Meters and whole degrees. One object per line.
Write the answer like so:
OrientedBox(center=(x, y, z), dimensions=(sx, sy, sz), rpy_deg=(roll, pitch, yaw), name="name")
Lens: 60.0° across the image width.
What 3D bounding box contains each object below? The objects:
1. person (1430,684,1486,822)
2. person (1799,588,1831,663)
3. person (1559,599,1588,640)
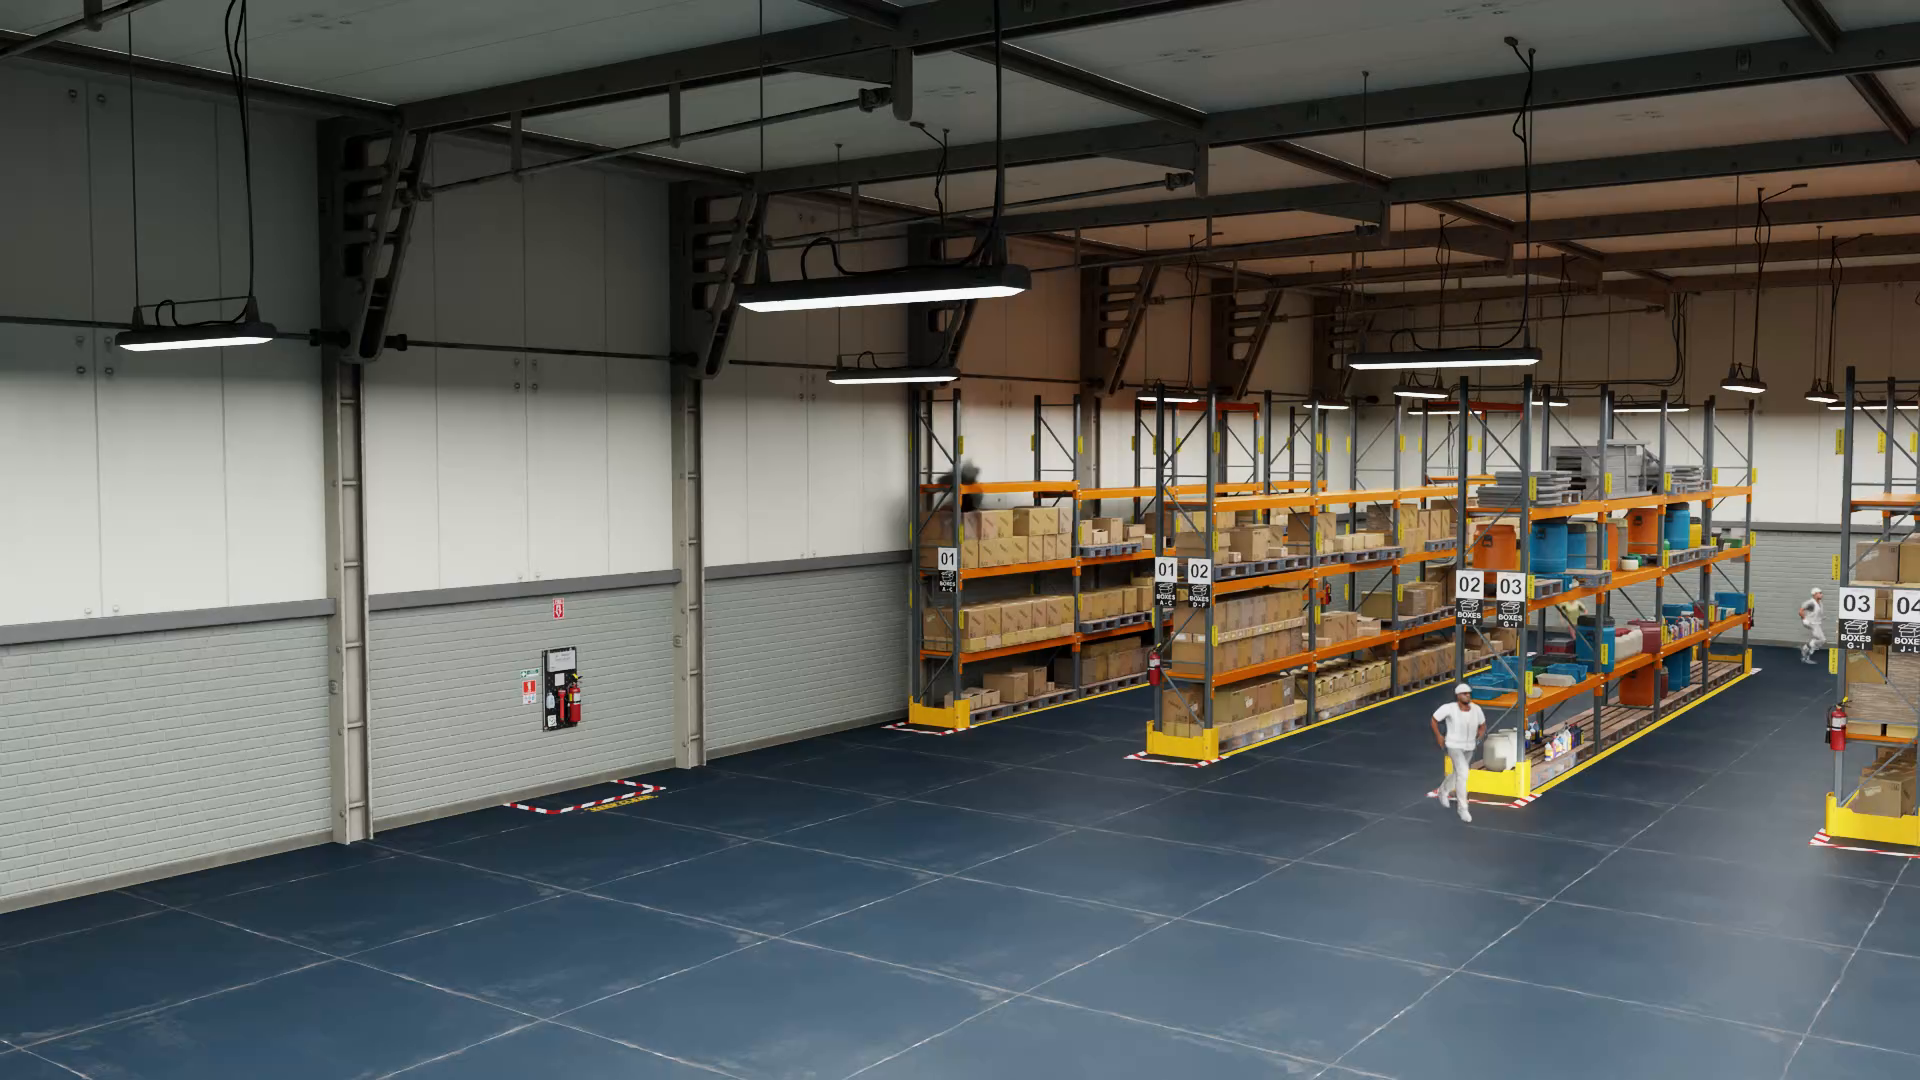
OrientedBox(center=(6.781, 2.821, 22.478), dimensions=(0.705, 1.785, 0.884), rpy_deg=(-1, 3, -20), name="person")
OrientedBox(center=(19.588, 1.962, 38.048), dimensions=(0.662, 1.736, 0.561), rpy_deg=(-3, 4, -41), name="person")
OrientedBox(center=(14.189, 1.984, 38.455), dimensions=(0.635, 1.622, 0.930), rpy_deg=(1, 3, 15), name="person")
